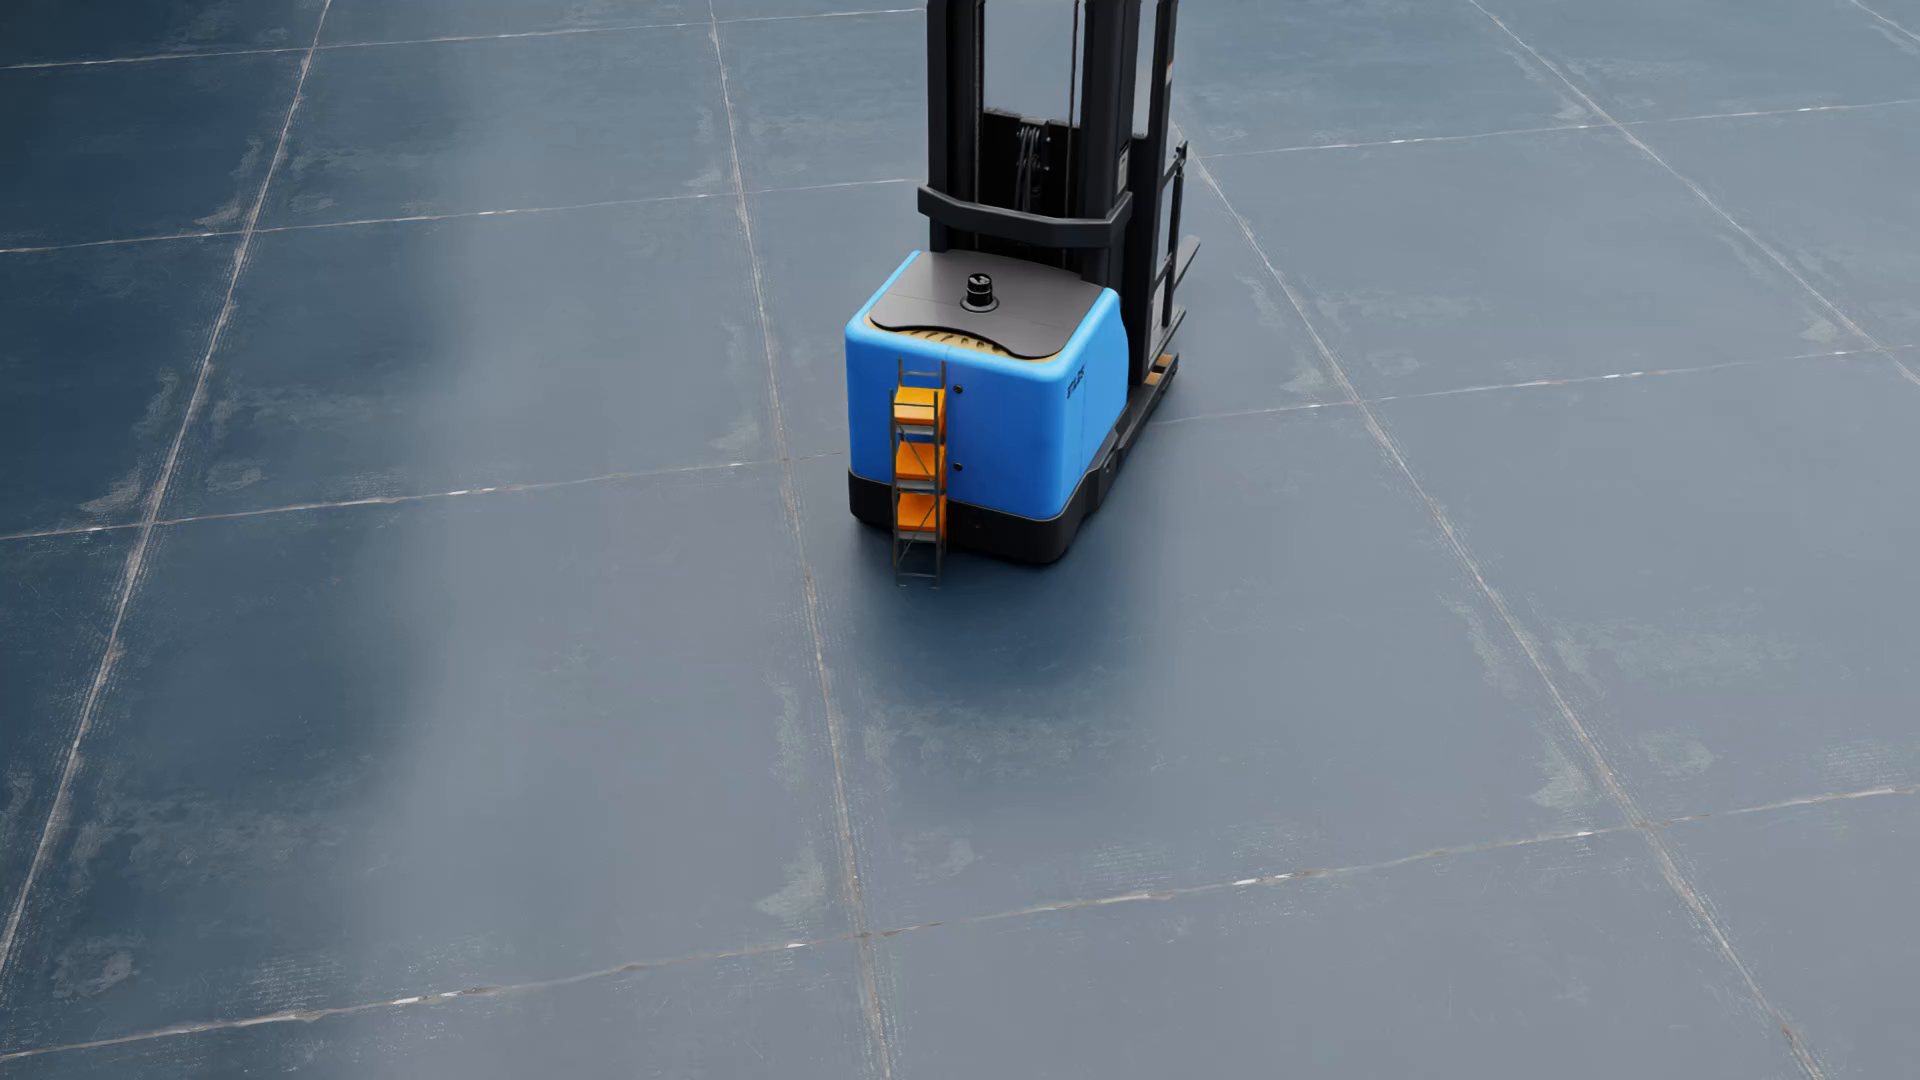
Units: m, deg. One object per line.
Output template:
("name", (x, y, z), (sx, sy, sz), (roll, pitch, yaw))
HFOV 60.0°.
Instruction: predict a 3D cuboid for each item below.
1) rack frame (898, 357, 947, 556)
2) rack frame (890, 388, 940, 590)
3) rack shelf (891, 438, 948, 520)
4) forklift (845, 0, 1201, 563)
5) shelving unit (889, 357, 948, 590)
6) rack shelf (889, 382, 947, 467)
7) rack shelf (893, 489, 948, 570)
("rack frame", (-0.161, -0.350, 7.344), (0.200, 1.050, 0.008), (4, 38, 5))
("rack frame", (-0.189, -0.201, 7.153), (0.200, 1.050, 0.008), (4, 38, 5))
("rack shelf", (-0.175, -0.267, 7.255), (0.215, 0.259, 0.240), (4, 38, 5))
("forklift", (0.509, -1.956, 7.878), (1.130, 2.935, 3.031), (14, 40, 17))
("shelving unit", (-0.175, -0.275, 7.249), (0.215, 1.050, 0.252), (4, 38, 5))
("rack shelf", (-0.175, -0.491, 7.081), (0.215, 0.259, 0.240), (4, 38, 5))
("rack shelf", (-0.175, -0.047, 7.426), (0.215, 0.259, 0.240), (4, 38, 5))
